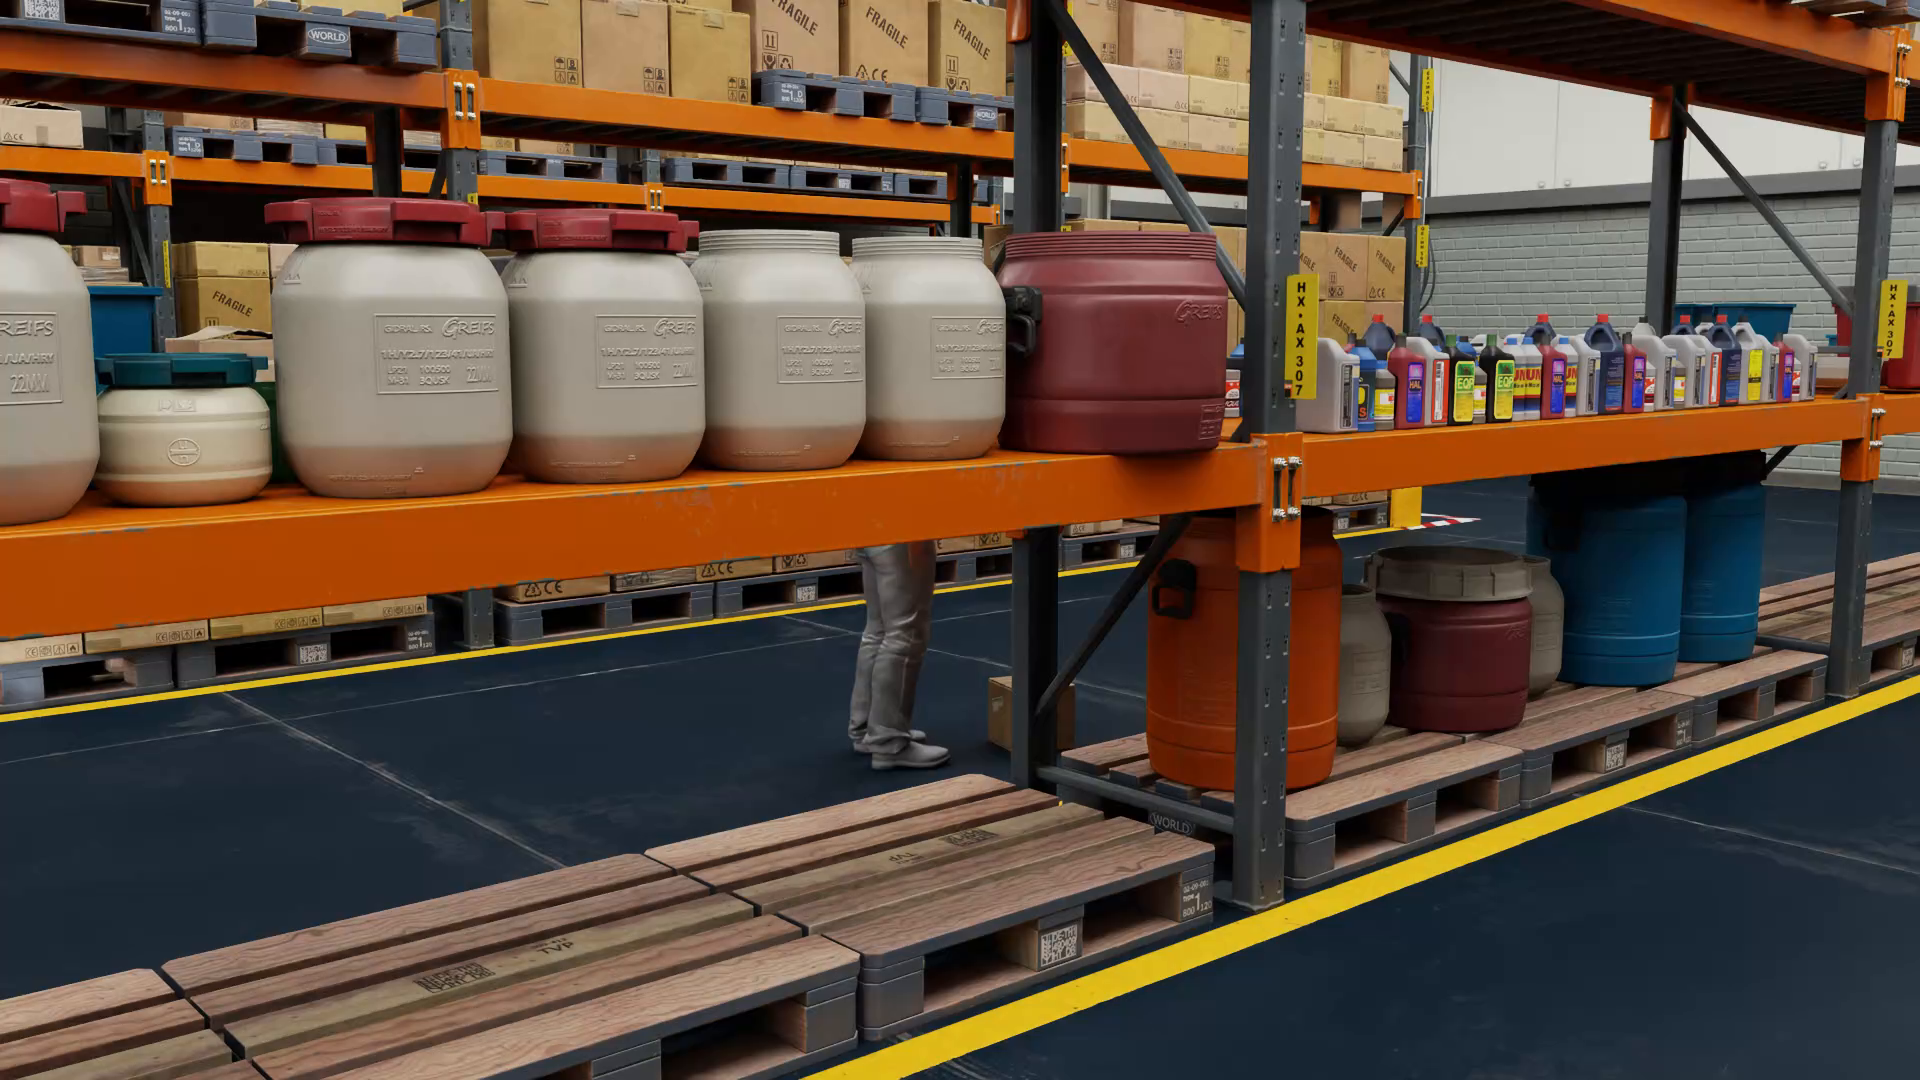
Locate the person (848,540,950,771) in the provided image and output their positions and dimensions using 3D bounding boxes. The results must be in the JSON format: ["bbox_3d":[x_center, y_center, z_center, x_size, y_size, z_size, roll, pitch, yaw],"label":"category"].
[{"bbox_3d":[-0.241,-0.061,6.167,0.358,1.771,0.530,-2,8,-18],"label":"person"}]
